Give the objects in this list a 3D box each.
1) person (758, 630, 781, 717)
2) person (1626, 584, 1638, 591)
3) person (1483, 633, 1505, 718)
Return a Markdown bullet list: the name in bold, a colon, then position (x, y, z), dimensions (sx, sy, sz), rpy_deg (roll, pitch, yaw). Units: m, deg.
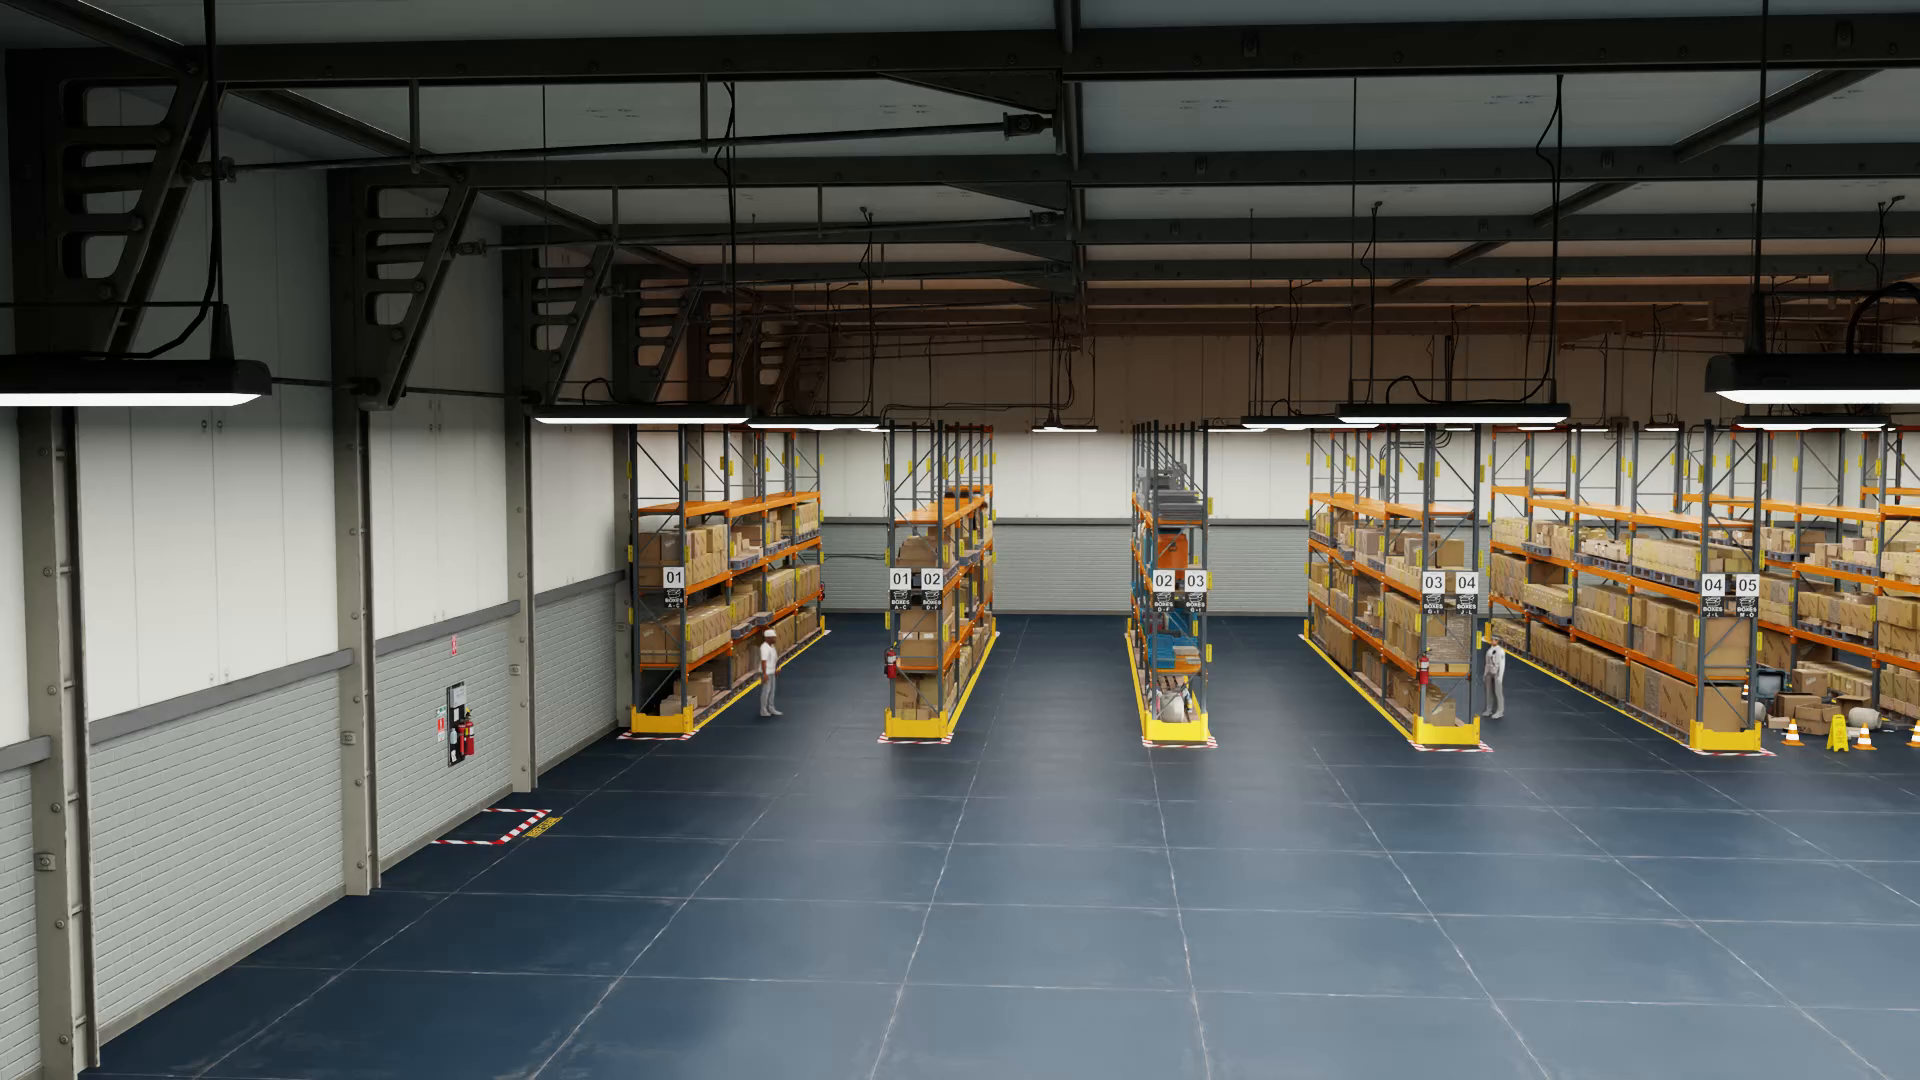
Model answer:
- **person**: position (-3.881, 2.699, 33.796), dimensions (0.428, 1.767, 0.609), rpy_deg (1, 4, 9)
- **person**: position (20.098, 1.696, 49.686), dimensions (0.826, 1.753, 0.636), rpy_deg (0, 4, 5)
- **person**: position (10.852, 2.735, 33.780), dimensions (0.369, 1.697, 0.516), rpy_deg (-2, 4, -28)
